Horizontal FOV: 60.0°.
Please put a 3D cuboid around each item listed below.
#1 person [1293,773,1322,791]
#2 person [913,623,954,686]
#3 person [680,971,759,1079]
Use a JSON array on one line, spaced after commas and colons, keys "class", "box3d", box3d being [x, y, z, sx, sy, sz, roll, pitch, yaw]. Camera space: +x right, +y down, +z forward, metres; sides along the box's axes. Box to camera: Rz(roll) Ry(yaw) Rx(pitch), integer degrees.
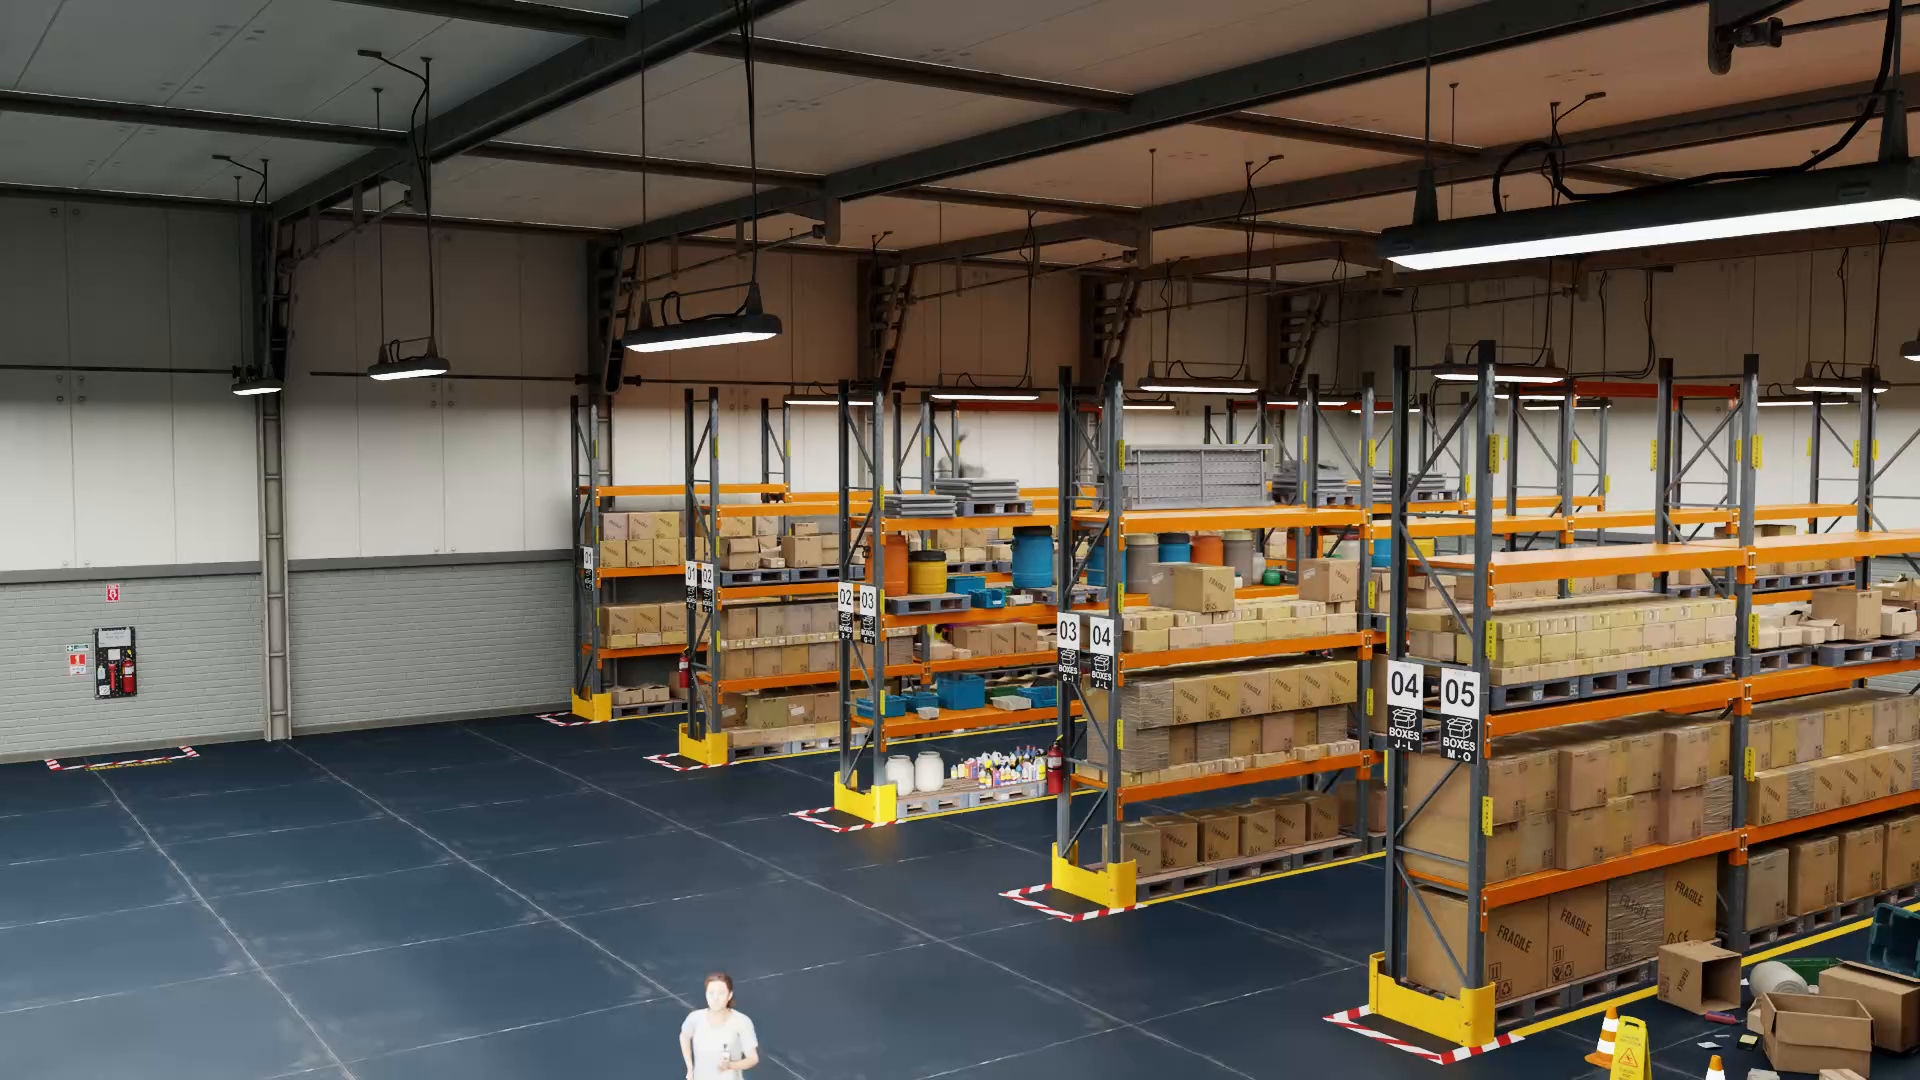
[{"class": "person", "box3d": [4.921, 2.888, 23.332, 0.709, 1.737, 0.757, 3, 5, 43]}, {"class": "person", "box3d": [-0.510, 2.103, 31.513, 0.821, 1.810, 0.630, -2, 4, -34]}, {"class": "person", "box3d": [-1.579, 3.673, 10.856, 0.546, 1.722, 0.712, 0, 3, -1]}]
